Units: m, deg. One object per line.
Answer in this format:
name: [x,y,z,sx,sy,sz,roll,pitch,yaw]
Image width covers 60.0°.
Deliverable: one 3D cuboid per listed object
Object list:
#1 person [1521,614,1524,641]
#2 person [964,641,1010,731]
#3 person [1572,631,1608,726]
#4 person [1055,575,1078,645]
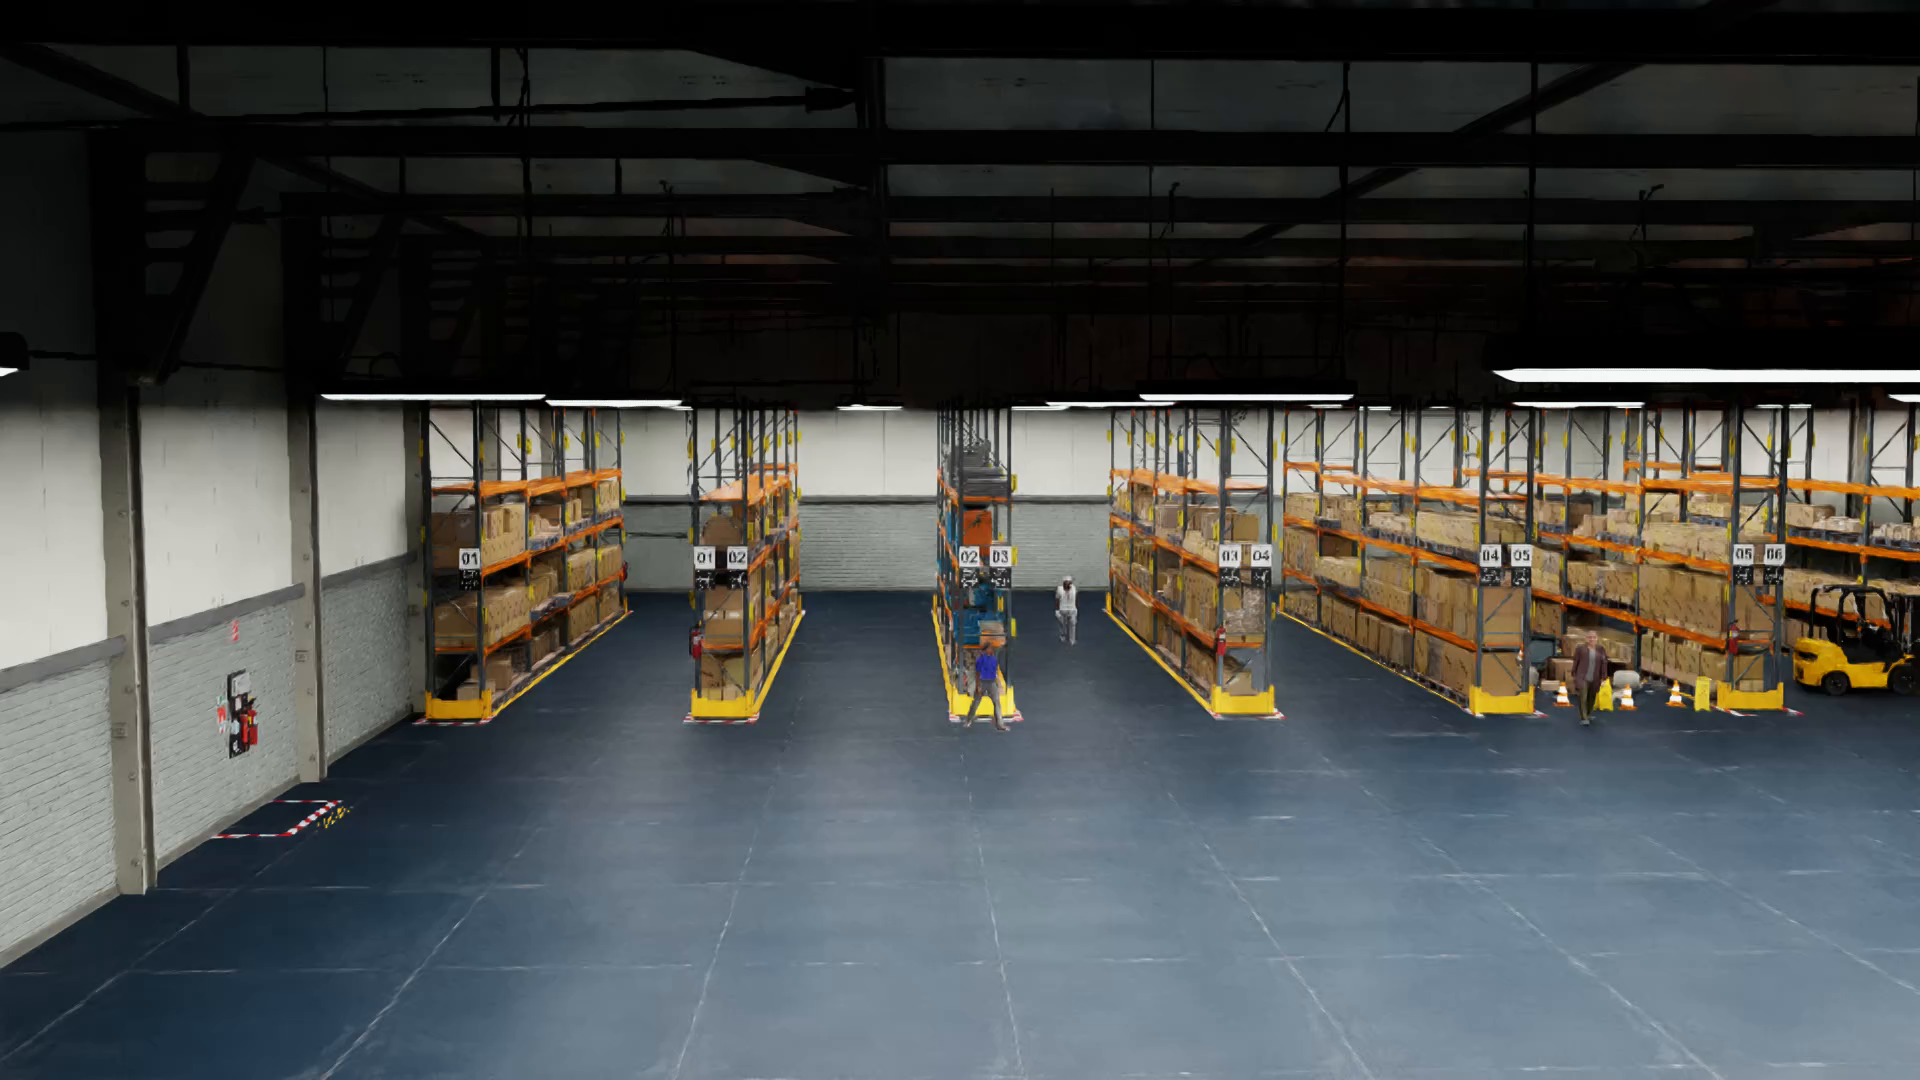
person: [13.412,1.737,40.120,0.596,1.746,0.661,2,5,20]
person: [0.454,2.605,29.821,0.553,1.619,0.915,-2,5,-29]
person: [11.514,2.499,30.438,0.571,1.716,0.917,0,4,6]
person: [2.624,1.704,40.840,0.566,1.706,1.121,0,4,0]
